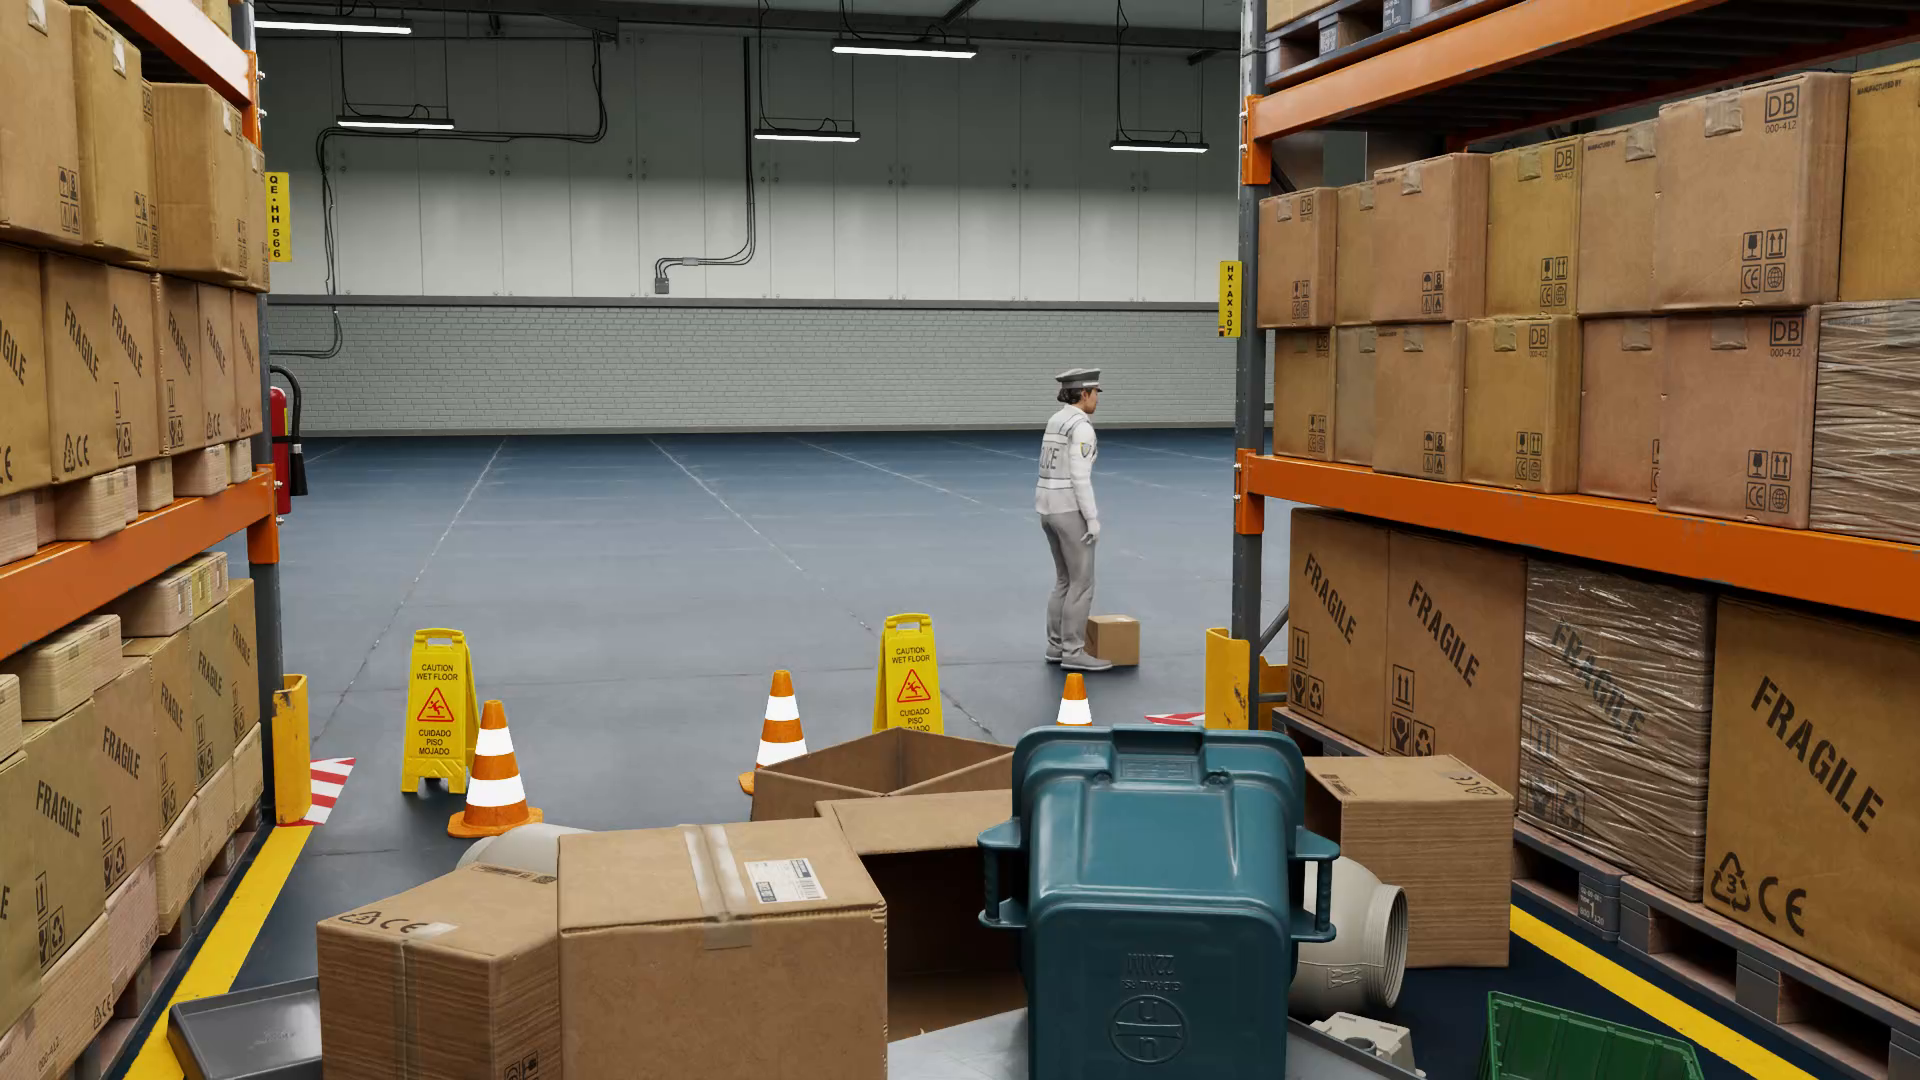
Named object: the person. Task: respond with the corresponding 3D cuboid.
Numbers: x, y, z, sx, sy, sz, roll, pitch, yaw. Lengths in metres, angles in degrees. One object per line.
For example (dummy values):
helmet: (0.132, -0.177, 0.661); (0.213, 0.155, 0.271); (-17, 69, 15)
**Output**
person: (0.625, -0.127, 9.313); (0.371, 1.666, 0.547); (-2, 7, -17)
